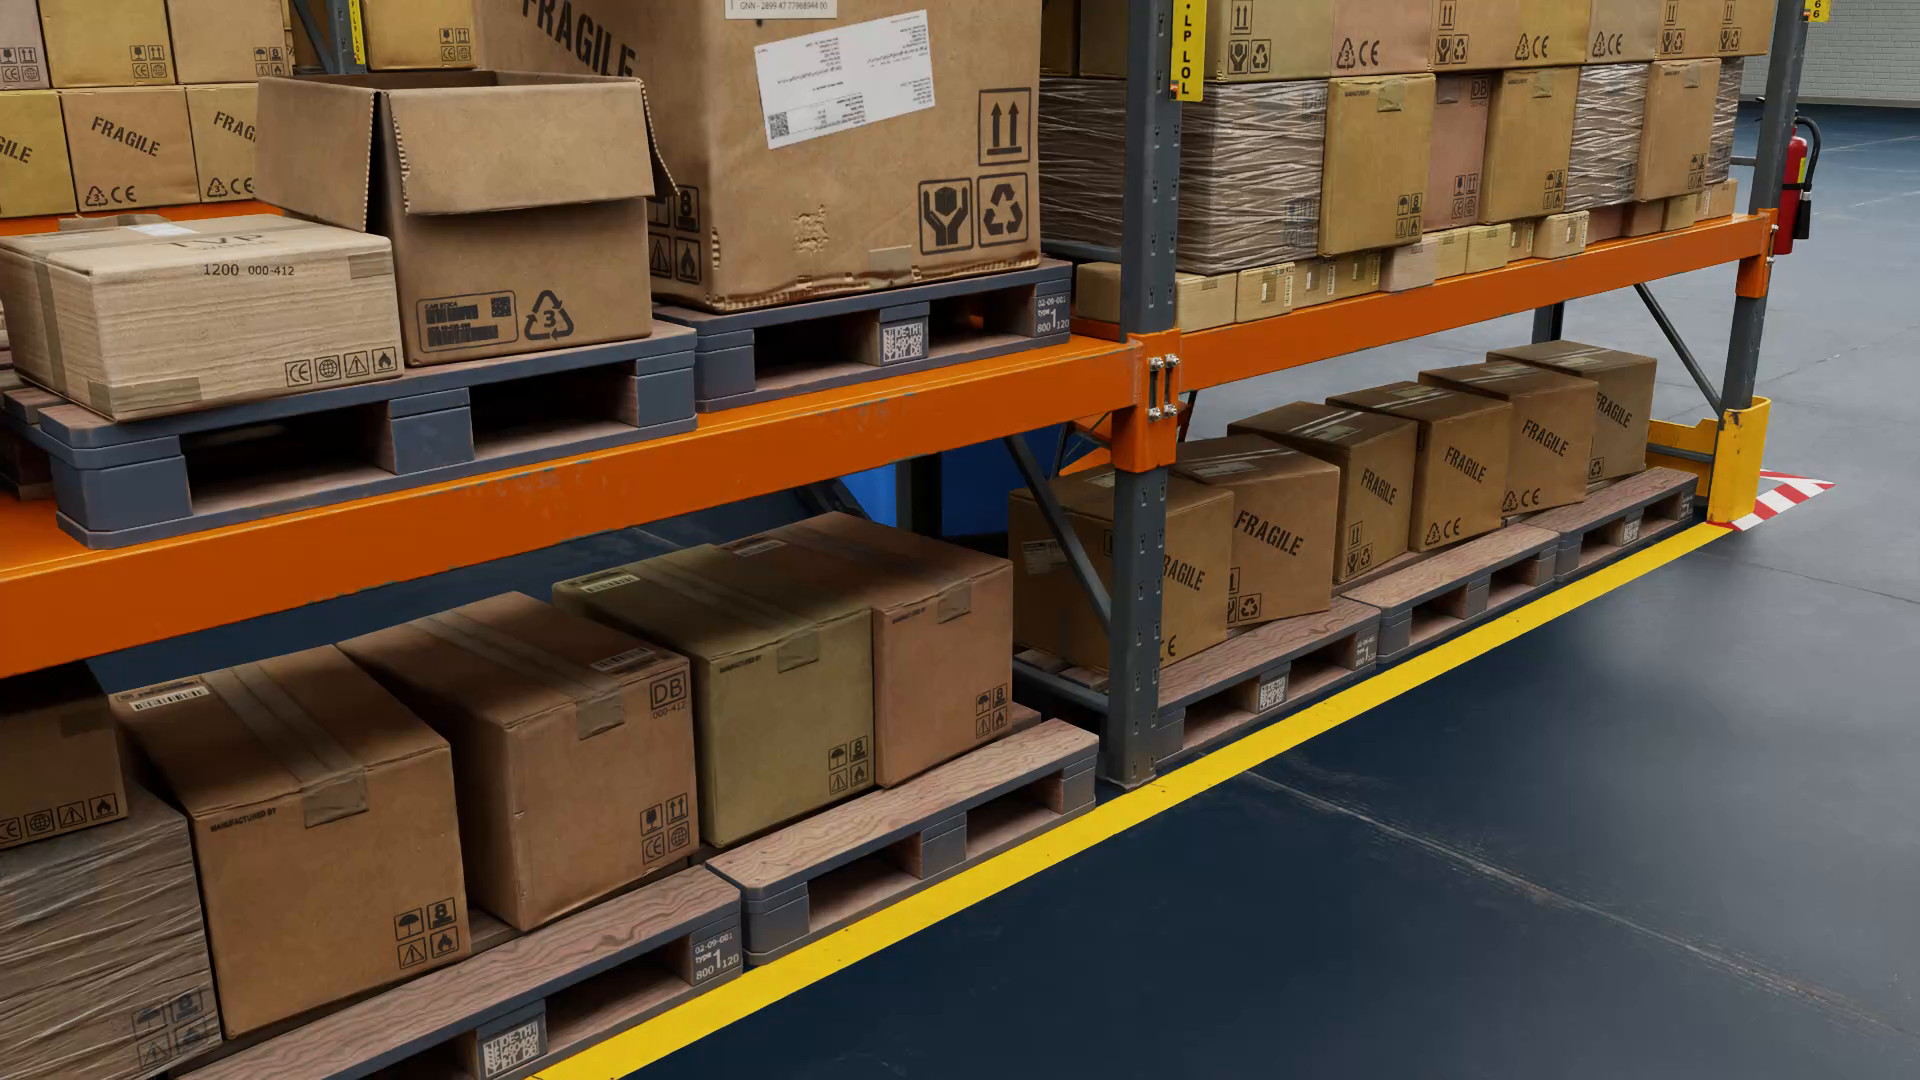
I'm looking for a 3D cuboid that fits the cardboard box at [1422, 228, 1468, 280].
[{"bbox_3d":[1.436,-0.957,5.479,0.250,0.149,0.380,-16,24,-41],"label":"cardboard box"}]

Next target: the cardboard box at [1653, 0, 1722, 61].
[{"bbox_3d":[2.499,-2.061,6.211,0.500,0.500,0.500,-16,24,-41],"label":"cardboard box"}]

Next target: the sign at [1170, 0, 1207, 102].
[{"bbox_3d":[0.566,-1.255,4.114,0.005,0.325,0.100,-16,24,-41],"label":"sign"}]

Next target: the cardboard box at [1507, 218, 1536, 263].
[{"bbox_3d":[1.776,-1.070,5.829,0.250,0.149,0.380,-16,24,-41],"label":"cardboard box"}]

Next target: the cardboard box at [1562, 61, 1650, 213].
[{"bbox_3d":[1.996,-1.525,6.180,0.500,0.500,0.875,-16,24,-41],"label":"cardboard box"}]

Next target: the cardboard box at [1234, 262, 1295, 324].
[{"bbox_3d":[0.735,-0.736,4.799,0.250,0.149,0.380,-16,24,-41],"label":"cardboard box"}]

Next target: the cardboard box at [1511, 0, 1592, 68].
[{"bbox_3d":[1.765,-1.851,5.565,0.500,0.500,0.500,-16,24,-41],"label":"cardboard box"}]

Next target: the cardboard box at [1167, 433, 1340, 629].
[{"bbox_3d":[0.911,-0.037,5.608,0.500,0.500,0.500,-8,20,-24],"label":"cardboard box"}]

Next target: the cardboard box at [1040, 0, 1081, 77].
[{"bbox_3d":[0.320,-1.649,4.943,0.500,0.500,0.500,-16,24,-41],"label":"cardboard box"}]

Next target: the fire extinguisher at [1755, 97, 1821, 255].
[{"bbox_3d":[3.488,-1.559,7.056,0.183,0.674,0.296,-16,24,-41],"label":"fire extinguisher"}]

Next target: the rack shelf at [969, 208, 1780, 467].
[{"bbox_3d":[1.635,-0.909,6.092,4.000,0.370,1.077,-16,24,-41],"label":"rack shelf"}]

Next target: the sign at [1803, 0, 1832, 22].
[{"bbox_3d":[3.455,-2.248,6.664,0.005,0.325,0.100,-16,24,-41],"label":"sign"}]

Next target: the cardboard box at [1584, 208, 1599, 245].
[{"bbox_3d":[2.126,-1.180,6.169,0.250,0.149,0.380,-16,24,-41],"label":"cardboard box"}]

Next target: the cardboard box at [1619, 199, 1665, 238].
[{"bbox_3d":[2.502,-1.282,6.483,0.250,0.149,0.380,-16,24,-41],"label":"cardboard box"}]

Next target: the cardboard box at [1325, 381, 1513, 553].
[{"bbox_3d":[1.744,-0.295,6.402,0.500,0.500,0.500,-14,22,-36],"label":"cardboard box"}]

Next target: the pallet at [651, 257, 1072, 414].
[{"bbox_3d":[-0.473,-0.607,4.304,1.213,0.211,1.003,-16,24,-41],"label":"pallet"}]

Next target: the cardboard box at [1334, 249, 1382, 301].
[{"bbox_3d":[1.073,-0.851,5.152,0.250,0.149,0.380,-16,24,-41],"label":"cardboard box"}]

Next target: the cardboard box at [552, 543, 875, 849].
[{"bbox_3d":[-0.639,0.374,4.306,0.500,0.500,0.700,-16,24,-41],"label":"cardboard box"}]

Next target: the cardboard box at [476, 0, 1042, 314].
[{"bbox_3d":[-0.492,-1.176,4.094,1.000,1.000,1.000,-16,24,-40],"label":"cardboard box"}]

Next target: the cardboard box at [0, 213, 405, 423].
[{"bbox_3d":[-1.349,-0.412,2.954,0.500,0.250,0.500,17,25,42],"label":"cardboard box"}]

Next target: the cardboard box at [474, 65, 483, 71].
[{"bbox_3d":[-2.508,-2.234,8.769,0.550,0.550,0.875,-16,24,-41],"label":"cardboard box"}]

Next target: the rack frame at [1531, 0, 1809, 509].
[{"bbox_3d":[3.088,-1.675,7.288,0.127,3.000,1.000,-16,24,-41],"label":"rack frame"}]

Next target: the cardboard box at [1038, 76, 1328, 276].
[{"bbox_3d":[0.551,-1.098,4.864,0.500,0.500,0.875,-16,24,-41],"label":"cardboard box"}]

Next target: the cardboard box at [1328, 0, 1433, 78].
[{"bbox_3d":[1.046,-1.637,4.904,0.500,0.500,0.500,-16,24,-41],"label":"cardboard box"}]

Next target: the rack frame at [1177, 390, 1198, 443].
[{"bbox_3d":[0.703,-0.350,6.098,0.240,1.200,0.015,28,36,26],"label":"rack frame"}]

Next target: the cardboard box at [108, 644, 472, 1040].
[{"bbox_3d":[-1.450,0.611,3.576,0.500,0.500,0.700,-14,23,-36],"label":"cardboard box"}]

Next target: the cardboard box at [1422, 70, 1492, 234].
[{"bbox_3d":[1.233,-1.325,5.563,0.500,0.500,0.875,-16,24,-41],"label":"cardboard box"}]

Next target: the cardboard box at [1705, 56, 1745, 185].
[{"bbox_3d":[2.670,-1.754,6.886,0.500,0.500,0.875,-16,24,-41],"label":"cardboard box"}]

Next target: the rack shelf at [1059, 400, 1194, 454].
[{"bbox_3d":[0.584,-0.395,5.838,0.258,0.148,0.480,28,36,26],"label":"rack shelf"}]

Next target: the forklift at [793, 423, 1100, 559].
[{"bbox_3d":[-0.170,-1.580,7.107,1.130,2.935,3.031,-5,19,-15],"label":"forklift"}]

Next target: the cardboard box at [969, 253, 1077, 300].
[{"bbox_3d":[0.136,-0.820,5.056,0.250,0.149,0.380,-16,24,-41],"label":"cardboard box"}]

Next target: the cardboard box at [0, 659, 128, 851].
[{"bbox_3d":[-1.880,0.380,3.074,0.500,0.250,0.500,-13,22,-35],"label":"cardboard box"}]

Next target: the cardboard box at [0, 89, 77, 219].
[{"bbox_3d":[-4.082,-1.623,6.966,0.500,0.500,0.500,-16,24,-40],"label":"cardboard box"}]

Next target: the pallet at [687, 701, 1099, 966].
[{"bbox_3d":[-0.383,0.664,4.594,1.213,0.211,1.003,-16,24,-41],"label":"pallet"}]

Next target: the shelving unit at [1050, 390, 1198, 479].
[{"bbox_3d":[0.560,-0.264,5.920,0.258,1.200,0.503,28,36,26],"label":"shelving unit"}]

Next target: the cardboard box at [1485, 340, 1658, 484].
[{"bbox_3d":[2.623,-0.557,7.212,0.500,0.500,0.500,-11,21,-31],"label":"cardboard box"}]

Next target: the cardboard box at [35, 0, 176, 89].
[{"bbox_3d":[-3.882,-2.268,7.332,0.500,0.500,0.700,-17,24,-42],"label":"cardboard box"}]

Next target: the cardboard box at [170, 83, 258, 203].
[{"bbox_3d":[-3.348,-1.838,7.627,0.500,0.500,0.500,-16,24,-41],"label":"cardboard box"}]

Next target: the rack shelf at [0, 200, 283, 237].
[{"bbox_3d":[-4.606,-1.195,6.972,4.000,0.370,1.077,-16,24,-41],"label":"rack shelf"}]

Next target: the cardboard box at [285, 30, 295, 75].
[{"bbox_3d":[-5.040,-3.595,12.564,0.500,0.500,0.500,-16,24,-40],"label":"cardboard box"}]

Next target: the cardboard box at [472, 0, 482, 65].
[{"bbox_3d":[-2.541,-2.759,8.636,0.550,0.550,0.875,-16,24,-41],"label":"cardboard box"}]

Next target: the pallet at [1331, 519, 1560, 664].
[{"bbox_3d":[1.532,0.089,6.369,1.213,0.211,1.003,-16,24,-41],"label":"pallet"}]

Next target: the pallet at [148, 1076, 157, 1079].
[{"bbox_3d":[-2.156,1.181,2.999,1.213,0.211,1.003,-16,24,-41],"label":"pallet"}]

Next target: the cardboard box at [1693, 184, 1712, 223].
[{"bbox_3d":[2.841,-1.396,6.835,0.250,0.149,0.380,-16,24,-41],"label":"cardboard box"}]
